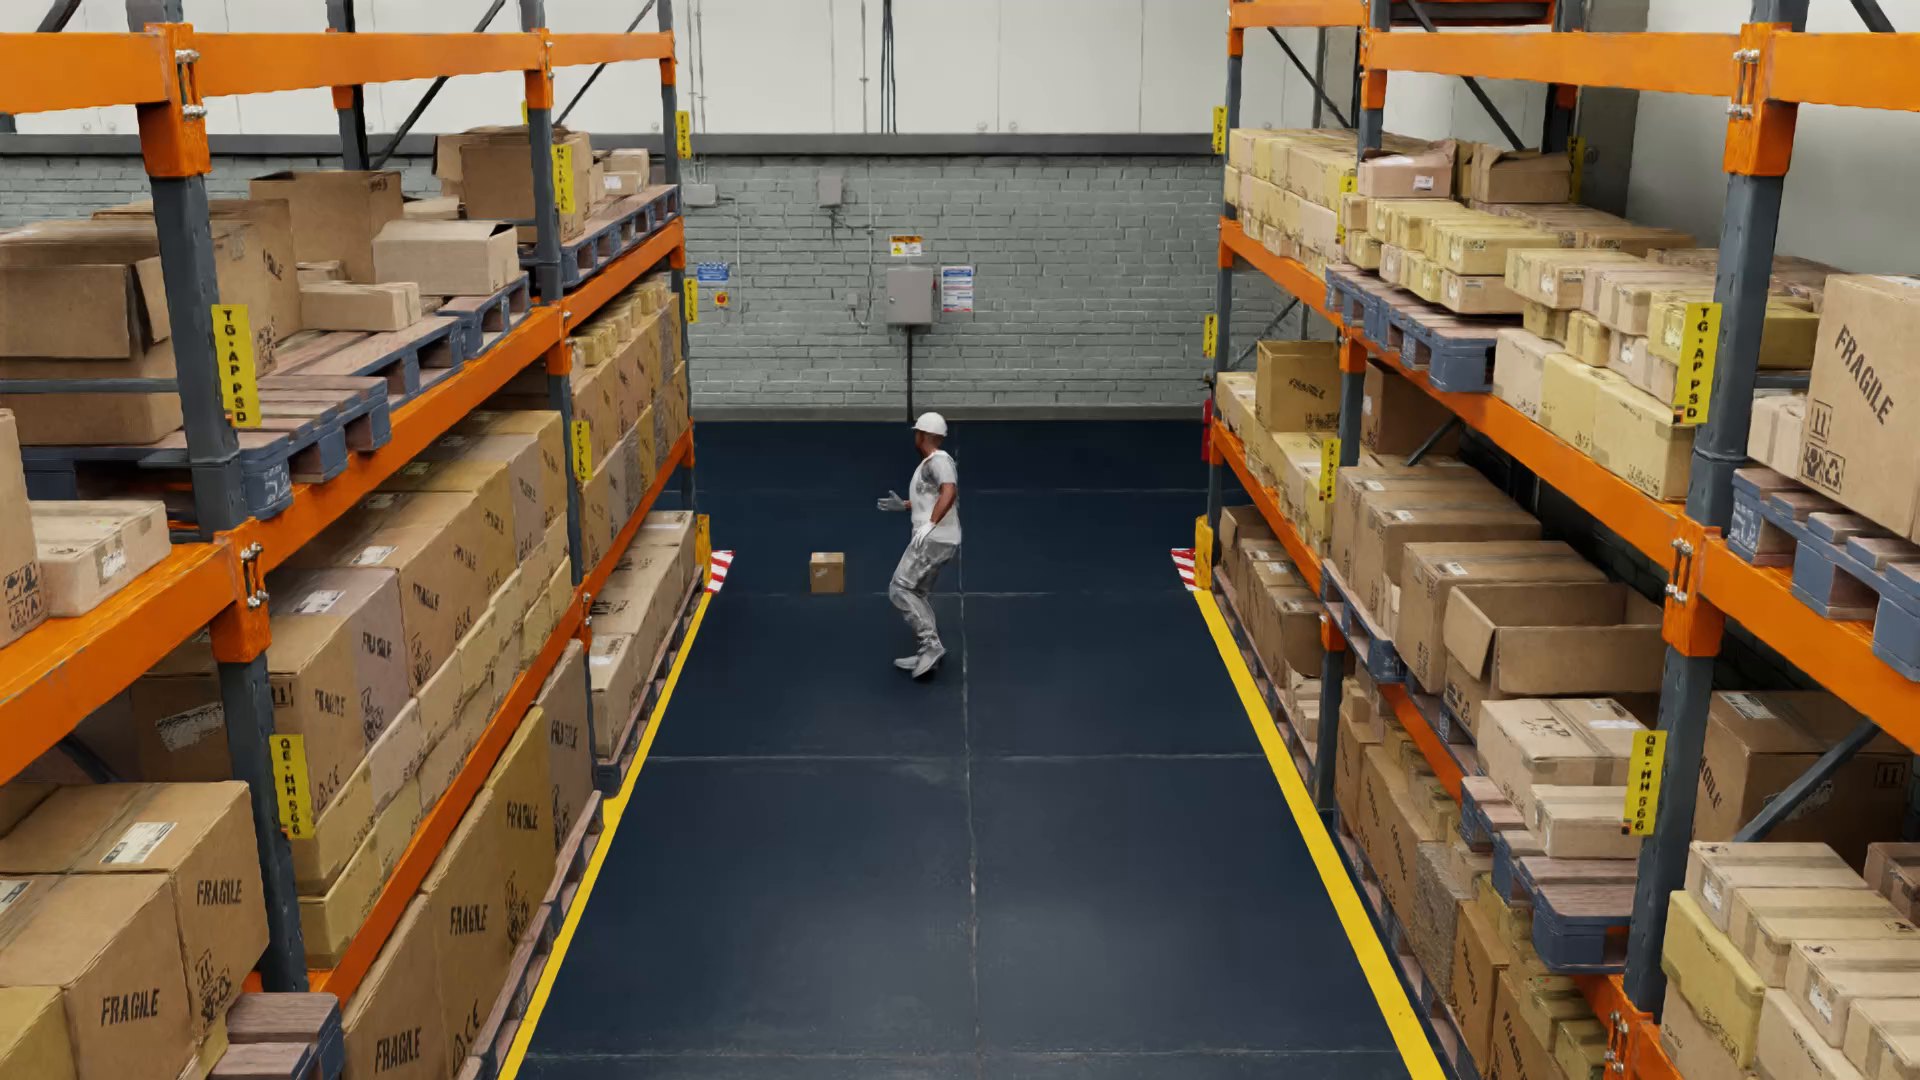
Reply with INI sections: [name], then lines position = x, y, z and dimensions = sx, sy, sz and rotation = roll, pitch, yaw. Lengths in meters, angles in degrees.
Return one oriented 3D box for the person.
[person]
position = -0.283, 0.017, 11.166
dimensions = 0.573, 1.663, 0.944
rotation = 1, 17, 4
